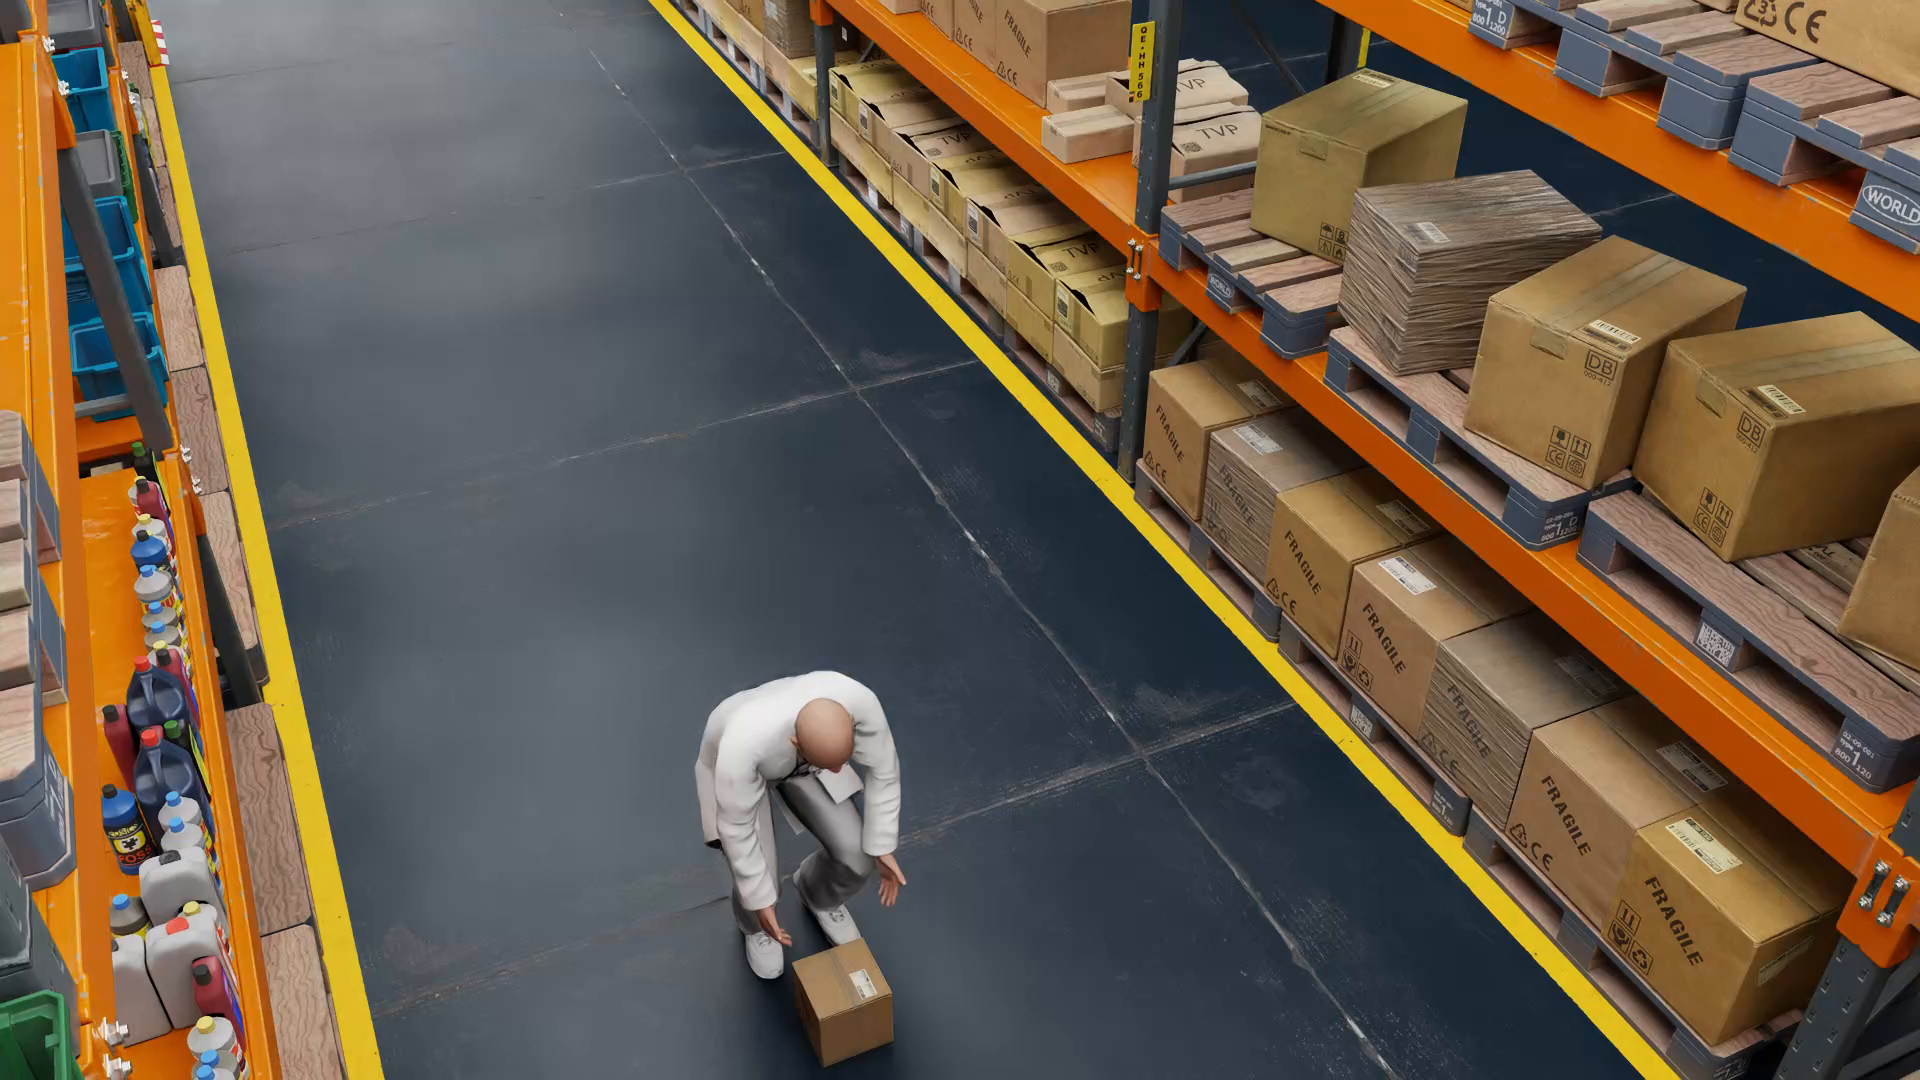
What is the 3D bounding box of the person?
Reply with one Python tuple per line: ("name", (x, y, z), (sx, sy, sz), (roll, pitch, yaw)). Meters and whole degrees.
("person", (-0.535, 0.853, 5.422), (0.631, 1.301, 0.780), (-16, 40, -20))
